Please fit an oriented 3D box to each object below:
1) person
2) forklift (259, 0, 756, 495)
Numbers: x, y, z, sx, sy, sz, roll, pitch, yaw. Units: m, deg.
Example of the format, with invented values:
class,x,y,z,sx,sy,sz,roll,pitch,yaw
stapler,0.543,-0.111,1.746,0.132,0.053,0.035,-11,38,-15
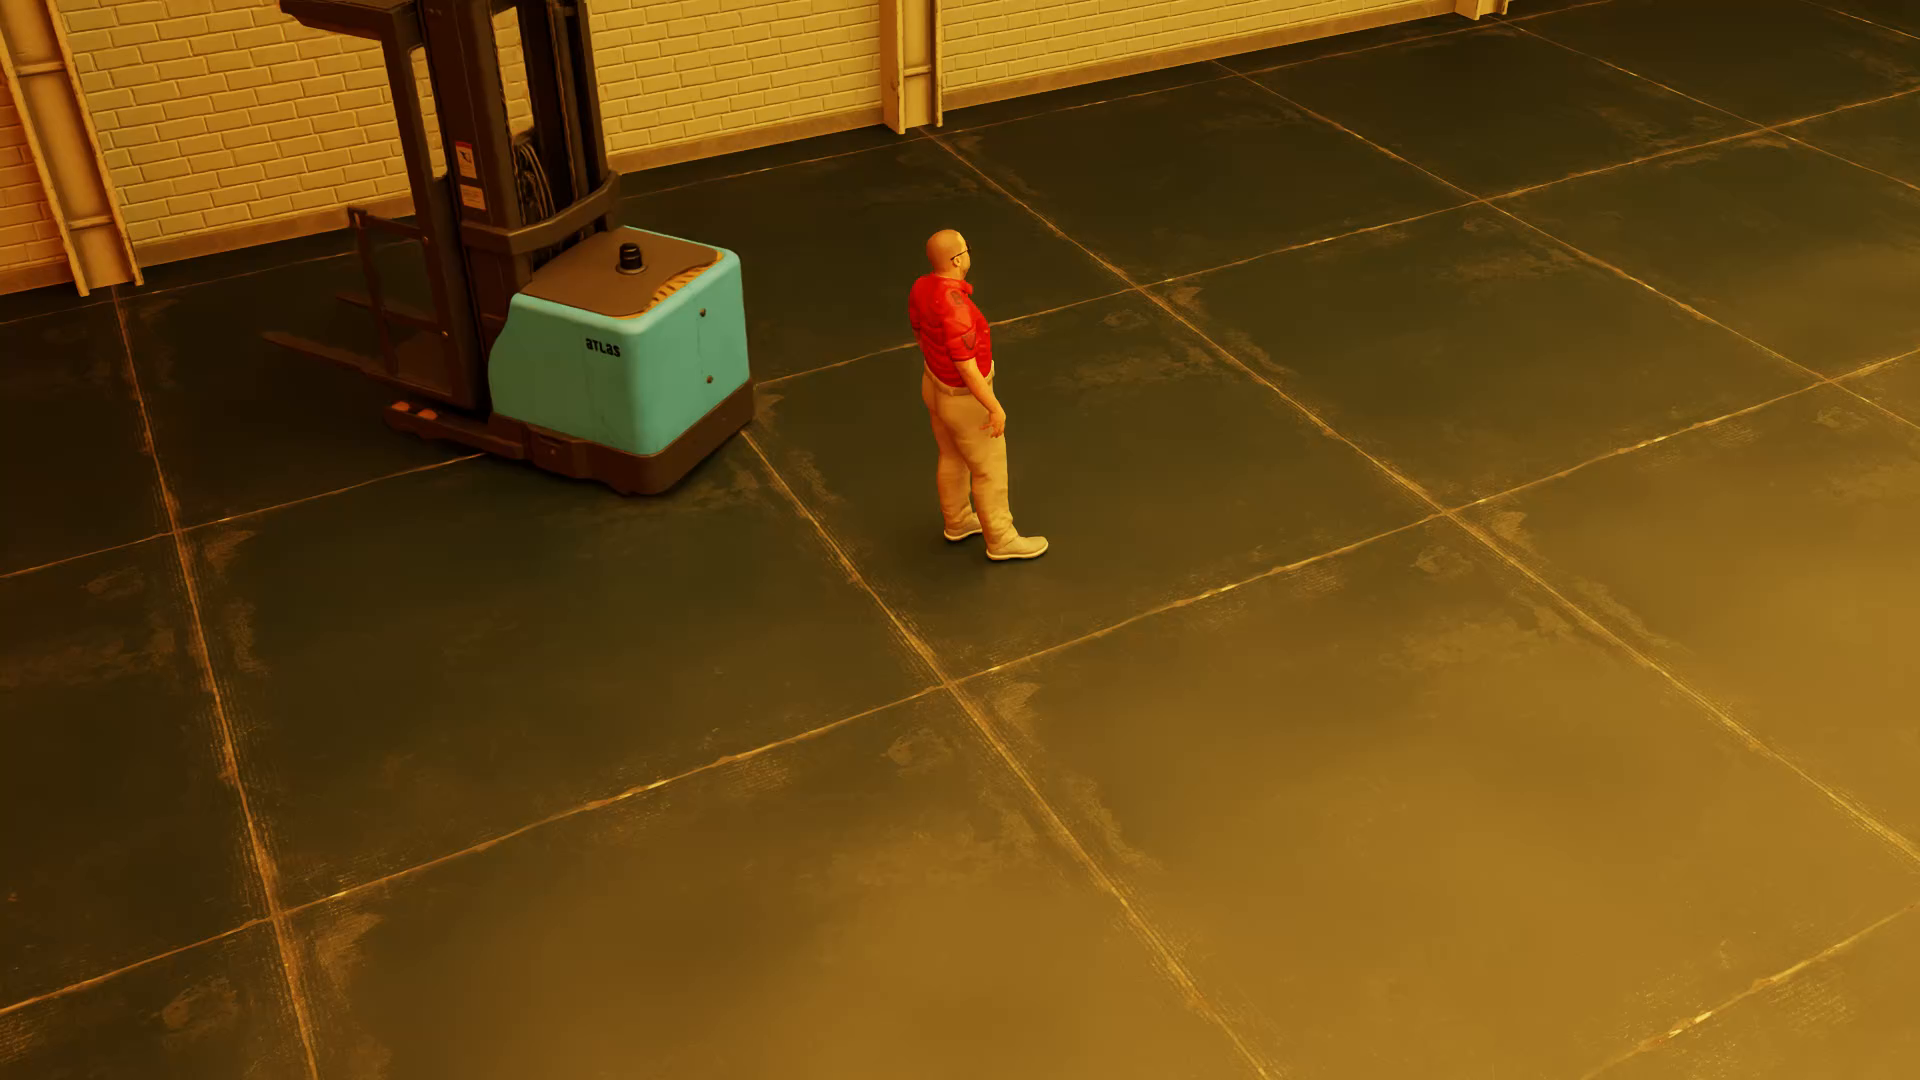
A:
class,x,y,z,sx,sy,sz,roll,pitch,yaw
person,0.085,-0.730,8.185,0.551,1.727,0.640,-17,39,-23
forklift,-2.727,-2.024,8.987,3.031,2.935,1.130,16,38,22
